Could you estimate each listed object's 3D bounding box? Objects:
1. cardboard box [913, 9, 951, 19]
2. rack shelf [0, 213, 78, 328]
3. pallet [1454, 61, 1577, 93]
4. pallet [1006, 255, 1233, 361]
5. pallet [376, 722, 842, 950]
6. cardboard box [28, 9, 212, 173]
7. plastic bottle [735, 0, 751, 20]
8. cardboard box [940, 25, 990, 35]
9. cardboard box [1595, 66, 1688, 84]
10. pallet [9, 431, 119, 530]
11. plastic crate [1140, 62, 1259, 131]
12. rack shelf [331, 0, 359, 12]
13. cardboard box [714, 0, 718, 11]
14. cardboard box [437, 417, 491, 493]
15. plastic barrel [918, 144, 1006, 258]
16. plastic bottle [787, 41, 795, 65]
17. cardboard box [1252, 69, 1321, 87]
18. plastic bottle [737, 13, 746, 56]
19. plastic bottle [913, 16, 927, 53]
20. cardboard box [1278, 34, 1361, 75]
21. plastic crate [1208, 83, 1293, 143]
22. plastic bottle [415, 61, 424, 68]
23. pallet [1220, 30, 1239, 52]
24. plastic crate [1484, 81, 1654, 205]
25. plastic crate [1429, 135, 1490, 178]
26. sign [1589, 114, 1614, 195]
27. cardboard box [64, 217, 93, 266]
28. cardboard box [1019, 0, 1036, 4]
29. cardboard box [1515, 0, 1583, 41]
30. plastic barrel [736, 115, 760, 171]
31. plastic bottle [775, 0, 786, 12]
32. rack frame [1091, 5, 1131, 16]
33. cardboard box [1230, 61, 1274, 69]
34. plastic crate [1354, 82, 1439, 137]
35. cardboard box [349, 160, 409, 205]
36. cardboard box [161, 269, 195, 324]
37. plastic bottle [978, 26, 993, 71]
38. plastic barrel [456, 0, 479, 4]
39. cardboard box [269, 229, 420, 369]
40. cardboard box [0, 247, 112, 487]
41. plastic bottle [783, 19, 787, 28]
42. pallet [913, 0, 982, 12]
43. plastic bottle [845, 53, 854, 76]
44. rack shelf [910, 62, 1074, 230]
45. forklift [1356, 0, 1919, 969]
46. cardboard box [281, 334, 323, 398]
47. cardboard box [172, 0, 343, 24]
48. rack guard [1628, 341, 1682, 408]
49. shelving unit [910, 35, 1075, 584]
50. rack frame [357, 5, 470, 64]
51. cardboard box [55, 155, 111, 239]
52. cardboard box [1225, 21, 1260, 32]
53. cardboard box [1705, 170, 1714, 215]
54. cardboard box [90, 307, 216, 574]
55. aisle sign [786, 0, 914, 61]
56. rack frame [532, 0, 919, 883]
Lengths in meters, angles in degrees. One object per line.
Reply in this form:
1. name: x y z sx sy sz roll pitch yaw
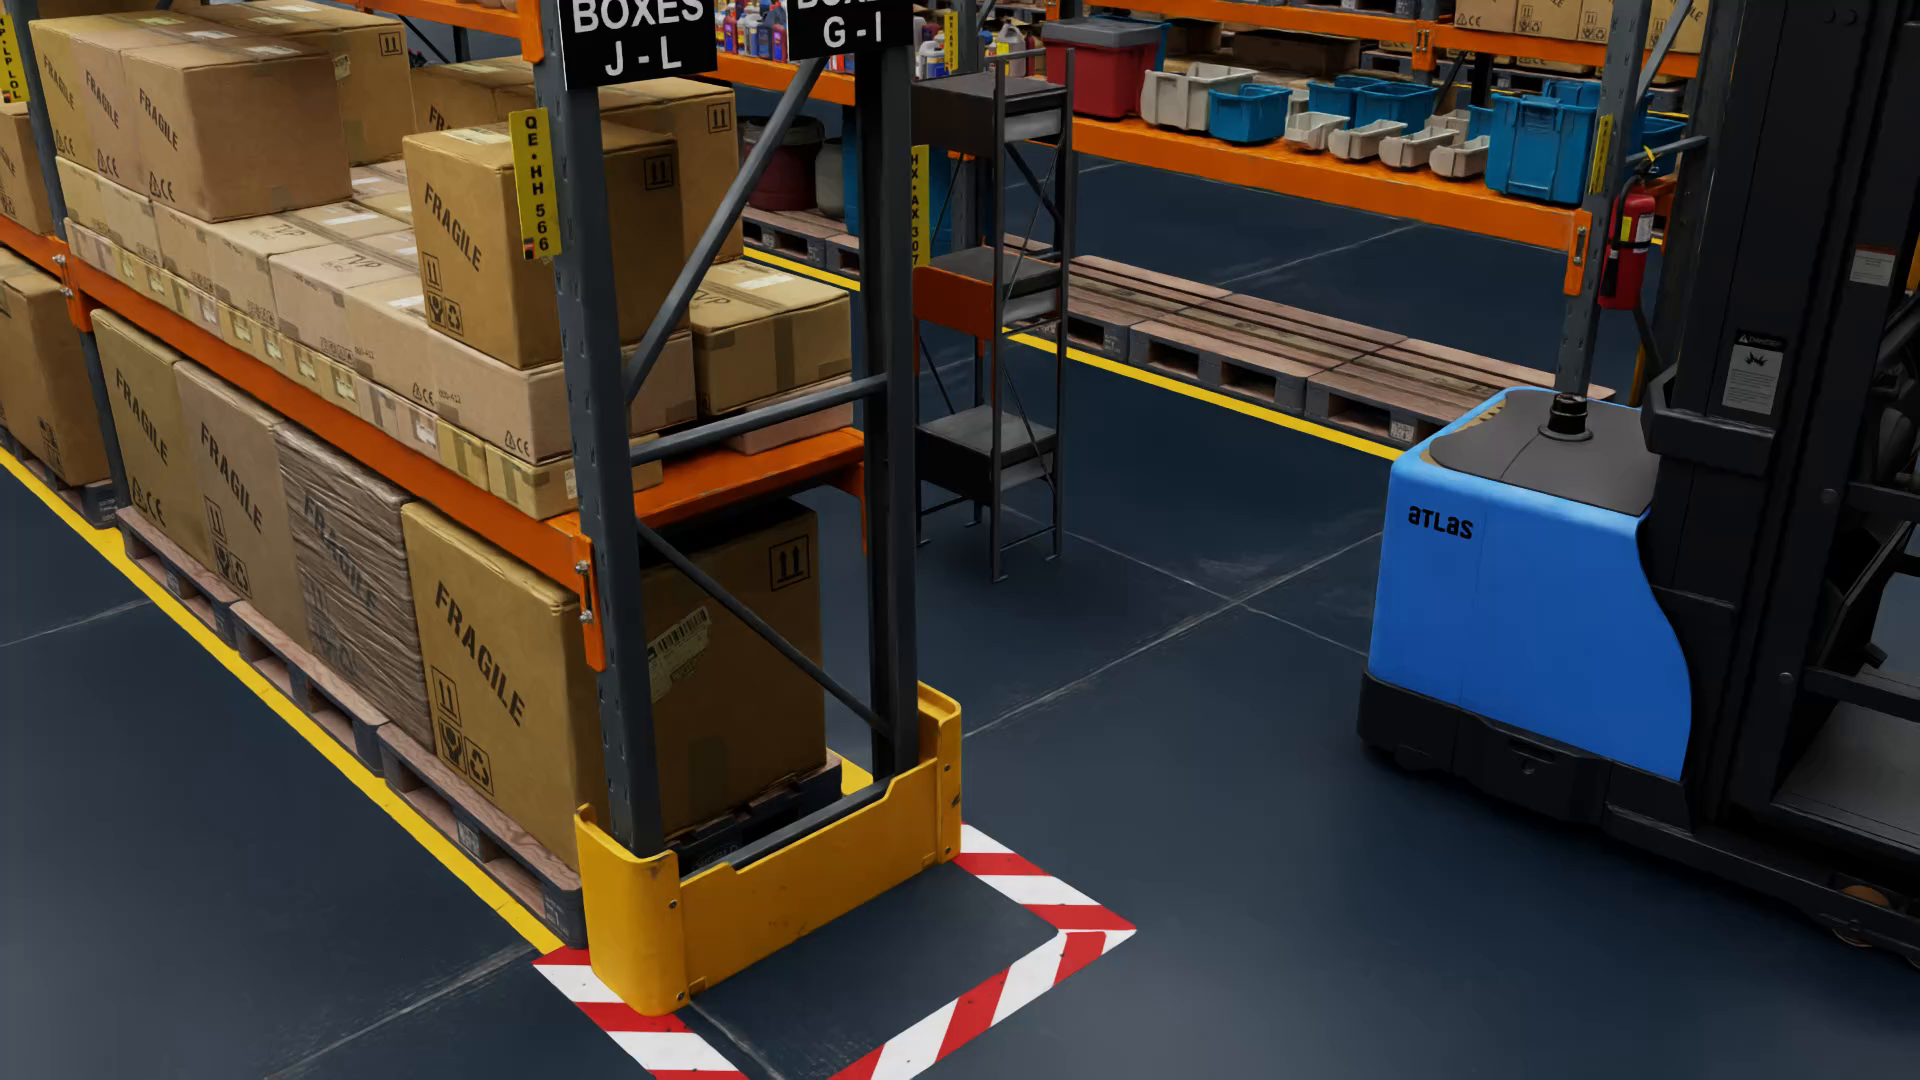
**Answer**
1. cardboard box: -0.312 -5.592 18.025 0.500 0.311 0.500 -21 32 -39
2. rack shelf: -4.631 -1.792 8.430 1.077 0.370 4.000 -21 32 -38
3. pallet: 6.163 -5.042 18.048 1.003 0.211 1.213 -21 32 -38
4. pallet: 0.883 -1.438 10.147 1.003 0.211 1.213 -21 32 -38
5. pallet: -1.133 0.747 5.358 1.003 0.211 1.213 -21 32 -38
6. cardboard box: -3.123 -1.704 6.290 0.500 0.500 0.500 -21 32 -38
7. plastic bottle: -1.637 -4.006 12.557 0.061 0.283 0.133 -21 32 -38
8. cardboard box: -0.005 -5.128 17.007 0.500 0.311 0.500 -21 32 -39
9. cardboard box: 7.044 -5.102 16.903 0.750 0.750 0.750 -21 32 -38
10. pallet: -3.846 -0.457 7.997 1.003 0.211 1.213 -21 32 -38
11. plastic crate: 1.261 -2.377 8.916 0.437 0.282 0.530 -21 32 -38
12. rack shelf: -6.483 -5.621 16.823 1.077 0.370 4.000 -21 32 -38
13. cardboard box: -2.652 -6.411 19.592 0.500 0.500 0.500 -21 32 -38
14. cardboard box: -1.192 -0.280 4.552 0.380 0.149 0.250 -21 32 -38
15. plastic barrel: -0.008 -2.324 10.753 0.600 0.901 0.708 -21 32 -38
16. plastic bottle: -1.098 -3.257 11.016 0.097 0.201 0.097 0 25 0
17. cardboard box: 2.749 -3.758 14.354 0.500 0.500 0.500 -21 32 -38
18. plastic bottle: -1.474 -3.456 11.367 0.097 0.271 0.097 0 25 0
19. plastic bottle: -0.319 -3.391 11.218 0.152 0.276 0.135 -21 32 -38
20. cardboard box: 3.134 -4.245 14.519 0.500 0.250 0.500 -21 32 -38
21. plastic crate: 1.495 -2.207 8.603 0.416 0.233 0.300 -21 32 -38
22. plastic bottle: -5.332 -4.587 16.434 0.061 0.283 0.133 -21 32 -38
23. pallet: 3.487 -6.279 20.759 1.003 0.211 1.213 -21 32 -38
24. plastic crate: 2.721 -1.798 7.463 0.616 0.435 0.499 -21 32 -38
25. plastic crate: 2.396 -1.809 7.848 0.396 0.136 0.243 -21 32 -38
26. sign: 2.695 -1.620 6.990 0.100 0.325 0.005 -21 32 -38
27. cardboard box: -3.304 -1.215 6.602 0.380 0.149 0.250 -21 32 -38
28. cardboard box: 1.037 -7.546 23.081 0.250 0.149 0.380 21 32 38
29. cardboard box: 4.472 -3.982 12.244 0.500 0.500 0.500 -21 32 -38
30. plastic barrel: -1.584 -2.900 12.485 0.421 0.512 0.421 0 25 0
31. plastic bottle: -1.305 -3.842 12.213 0.097 0.271 0.097 0 25 0
32. rack frame: 2.116 -8.152 21.506 1.000 3.000 0.127 -21 32 -38
33. cardboard box: 2.763 -4.066 15.031 0.500 0.500 0.500 22 33 40
34. plastic crate: 2.257 -2.225 8.642 0.416 0.233 0.300 -21 32 -38
35. cardboard box: -2.066 -1.210 6.111 0.500 0.250 0.500 -20 32 -37
36. cardboard box: -2.588 -0.899 5.909 0.380 0.149 0.250 -22 32 -39
37. plastic bottle: 0.163 -3.192 10.787 0.097 0.271 0.097 0 25 0
38. plastic barrel: -4.121 -4.829 14.059 0.433 0.535 0.433 0 25 0
39. cardboard box: -1.749 -0.748 5.098 0.500 0.250 0.500 22 33 40
40. cardboard box: -3.716 -0.926 7.719 1.225 0.875 0.875 -21 32 -38
41. plastic bottle: -1.144 -3.347 11.128 0.097 0.271 0.097 0 25 0
42. pallet: -0.037 -7.817 24.130 1.003 0.211 1.213 -21 32 -38
43. plastic bottle: -0.642 -3.137 10.573 0.144 0.351 0.185 -21 32 -38
44. rack shelf: 0.113 -1.530 6.419 0.431 0.518 0.480 -21 32 -38
45. forklift: 2.807 -0.378 4.547 3.031 2.935 1.130 19 31 35
46. cardboard box: -1.890 -0.589 5.230 0.380 0.149 0.250 -21 32 -38
47. cardboard box: -2.754 -1.858 6.628 0.500 0.500 0.500 -20 31 -37
48. rack guard: 3.112 -0.566 7.887 1.175 0.500 0.348 -21 32 -38
49. shelving unit: 0.113 -0.905 6.704 0.431 2.100 0.503 -21 32 -38
50. rack frame: -5.116 -5.342 15.346 1.000 3.000 0.127 -21 32 -38
51. cardboard box: -3.134 -1.364 6.447 0.500 0.250 0.500 -22 32 -39
52. cardboard box: 3.692 -6.538 20.450 0.700 0.500 0.500 -21 32 -39
53. cardboard box: 5.525 -2.451 11.791 0.500 0.250 0.500 -21 32 -38
54. cardboard box: -2.871 -0.515 6.819 0.875 0.875 0.875 -21 32 -38
55. aisle sign: -0.261 -1.547 3.896 0.394 0.787 0.004 -21 32 -38
56. rack frame: -0.530 -0.301 4.296 1.000 3.000 0.127 -21 32 -38
